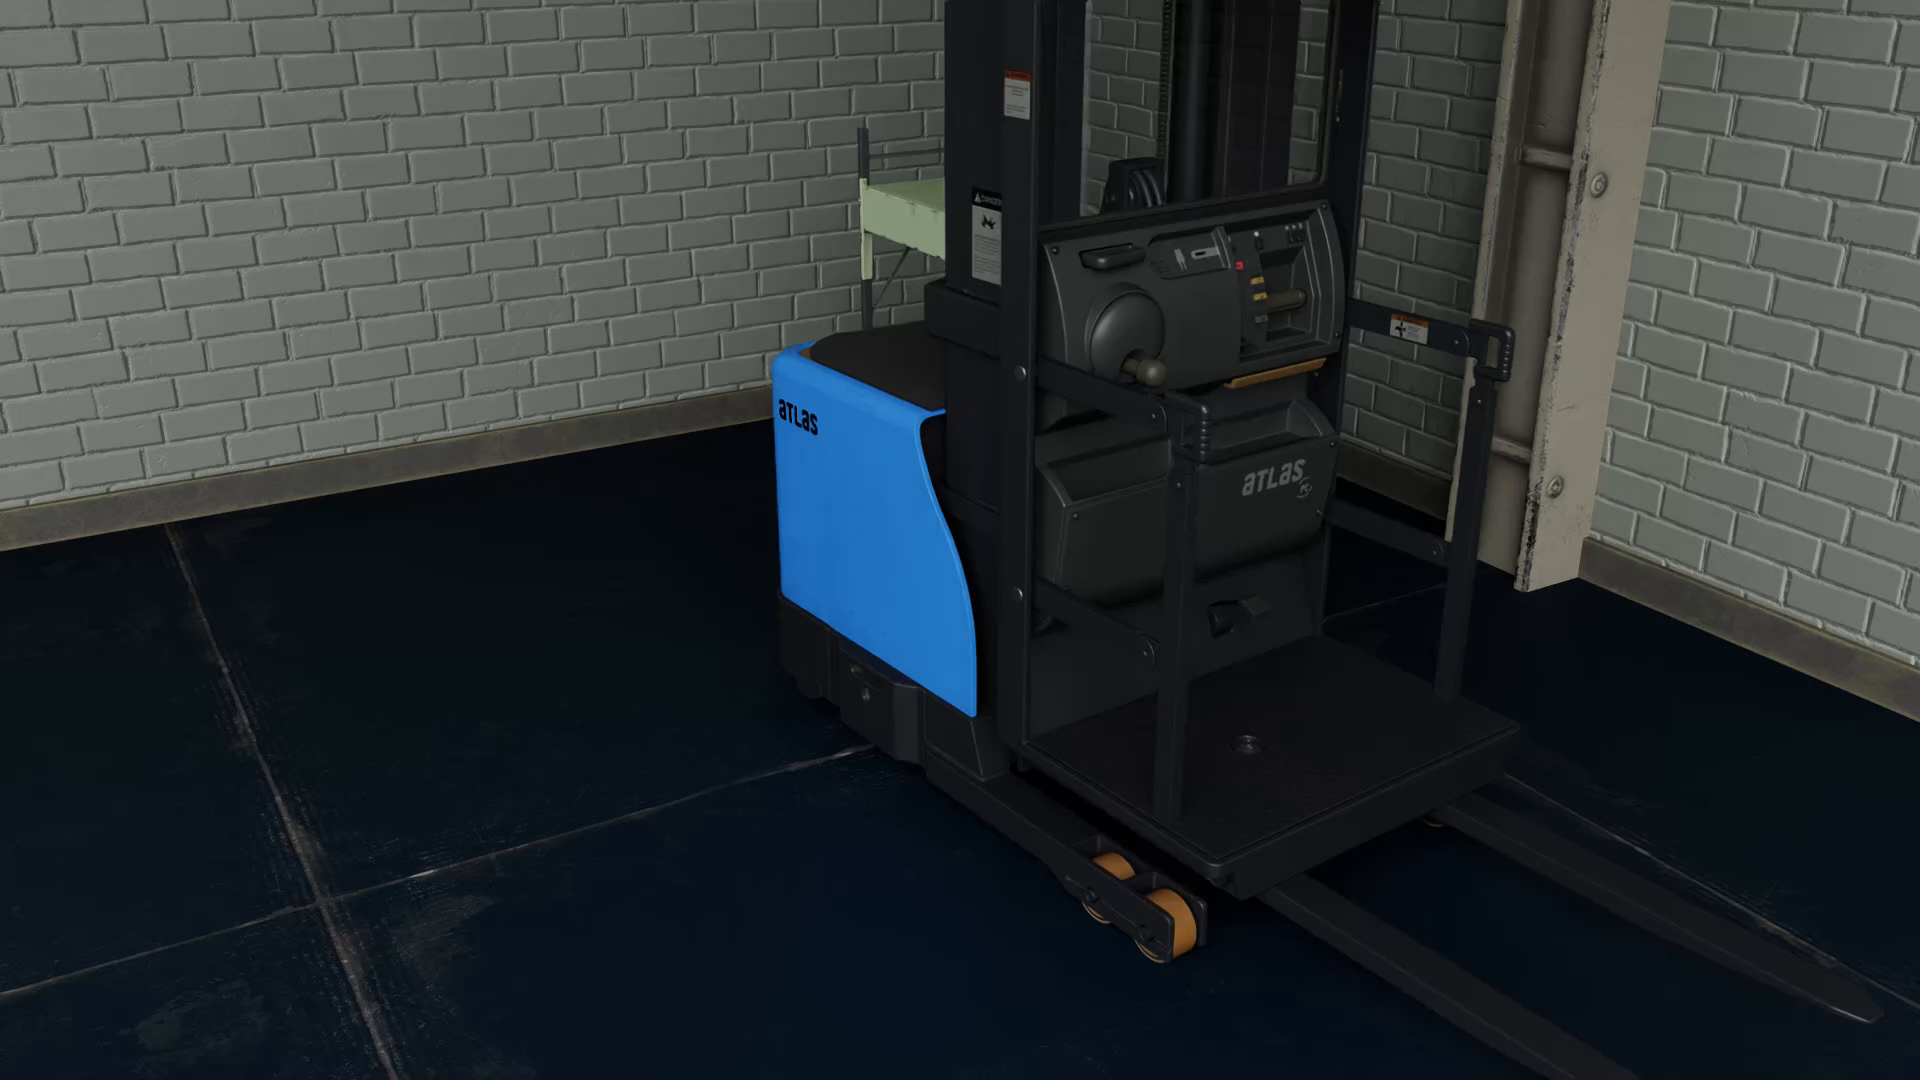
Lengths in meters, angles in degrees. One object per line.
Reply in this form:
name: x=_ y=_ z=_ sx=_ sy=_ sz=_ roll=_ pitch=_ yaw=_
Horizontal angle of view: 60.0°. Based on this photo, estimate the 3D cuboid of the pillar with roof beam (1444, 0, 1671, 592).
pillar with roof beam: x=-1.682 y=-3.249 z=2.354 sx=9.100 sy=9.000 sz=0.400 roll=-13 pitch=25 yaw=-28

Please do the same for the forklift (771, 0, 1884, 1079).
forklift: x=0.711 y=-0.581 z=3.847 sx=1.130 sy=2.935 sz=3.031 roll=-15 pitch=27 yaw=-33

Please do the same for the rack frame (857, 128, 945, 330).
rack frame: x=-0.190 y=-0.815 z=6.326 sx=0.400 sy=1.500 sz=0.023 roll=-13 pitch=25 yaw=-28

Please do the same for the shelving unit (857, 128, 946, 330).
shelving unit: x=-0.003 y=-0.697 z=6.034 sx=0.431 sy=1.500 sz=0.755 roll=-13 pitch=25 yaw=-28

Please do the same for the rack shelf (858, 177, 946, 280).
rack shelf: x=-0.003 y=-1.058 z=5.887 sx=0.431 sy=0.370 sz=0.720 roll=-13 pitch=25 yaw=-28
